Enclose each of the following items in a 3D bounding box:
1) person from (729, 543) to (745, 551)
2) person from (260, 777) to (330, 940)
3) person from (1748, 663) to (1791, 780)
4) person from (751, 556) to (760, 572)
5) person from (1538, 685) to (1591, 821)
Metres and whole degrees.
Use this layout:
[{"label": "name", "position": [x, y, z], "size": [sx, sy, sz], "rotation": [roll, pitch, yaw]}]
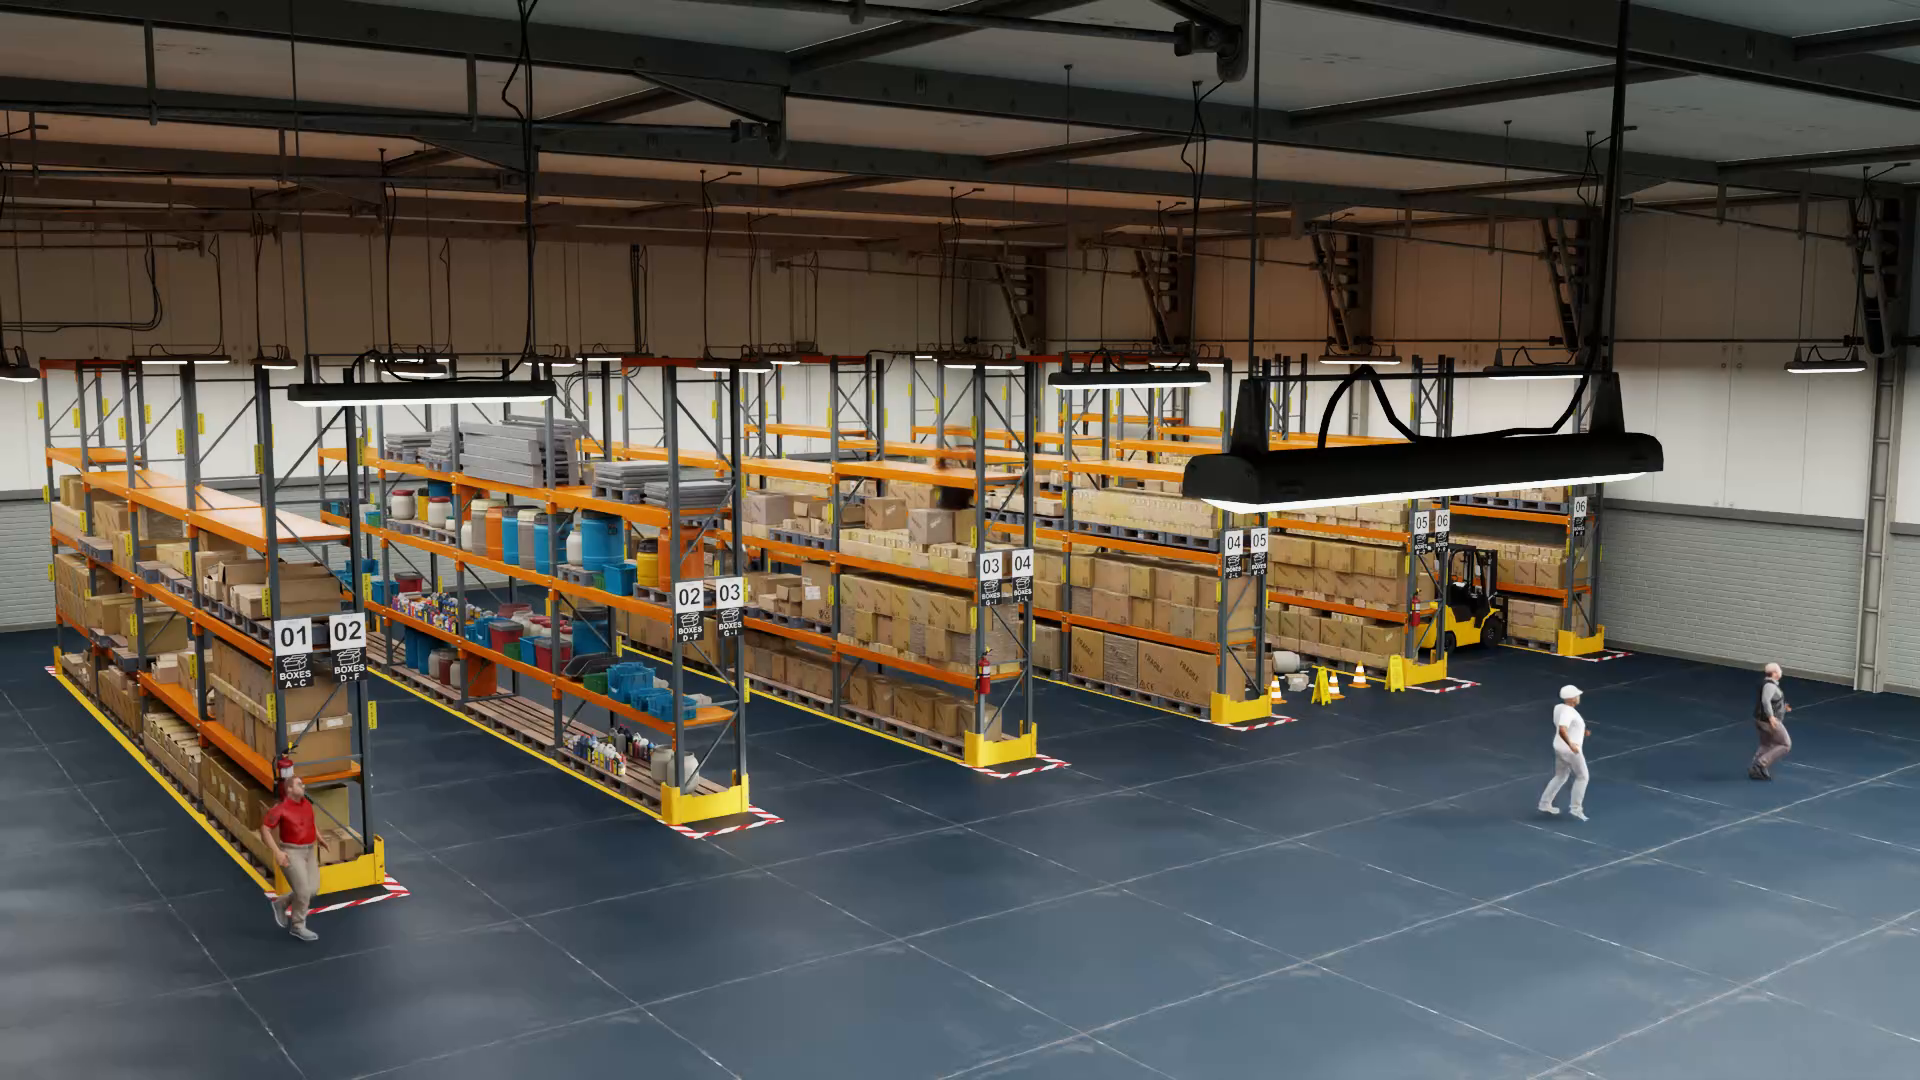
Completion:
[{"label": "person", "position": [-5.660, 0.554, 41.623], "size": [0.599, 1.647, 0.647], "rotation": [-1, 7, -12]}, {"label": "person", "position": [-7.089, 3.384, 17.802], "size": [0.619, 1.690, 0.718], "rotation": [2, 7, 18]}, {"label": "person", "position": [11.722, 2.614, 23.990], "size": [0.601, 1.688, 0.667], "rotation": [0, 7, 3]}, {"label": "person", "position": [-5.179, 0.537, 41.817], "size": [1.034, 1.593, 0.507], "rotation": [-6, 9, -42]}, {"label": "person", "position": [8.047, 2.828, 22.040], "size": [0.691, 1.830, 0.685], "rotation": [0, 7, -4]}]
